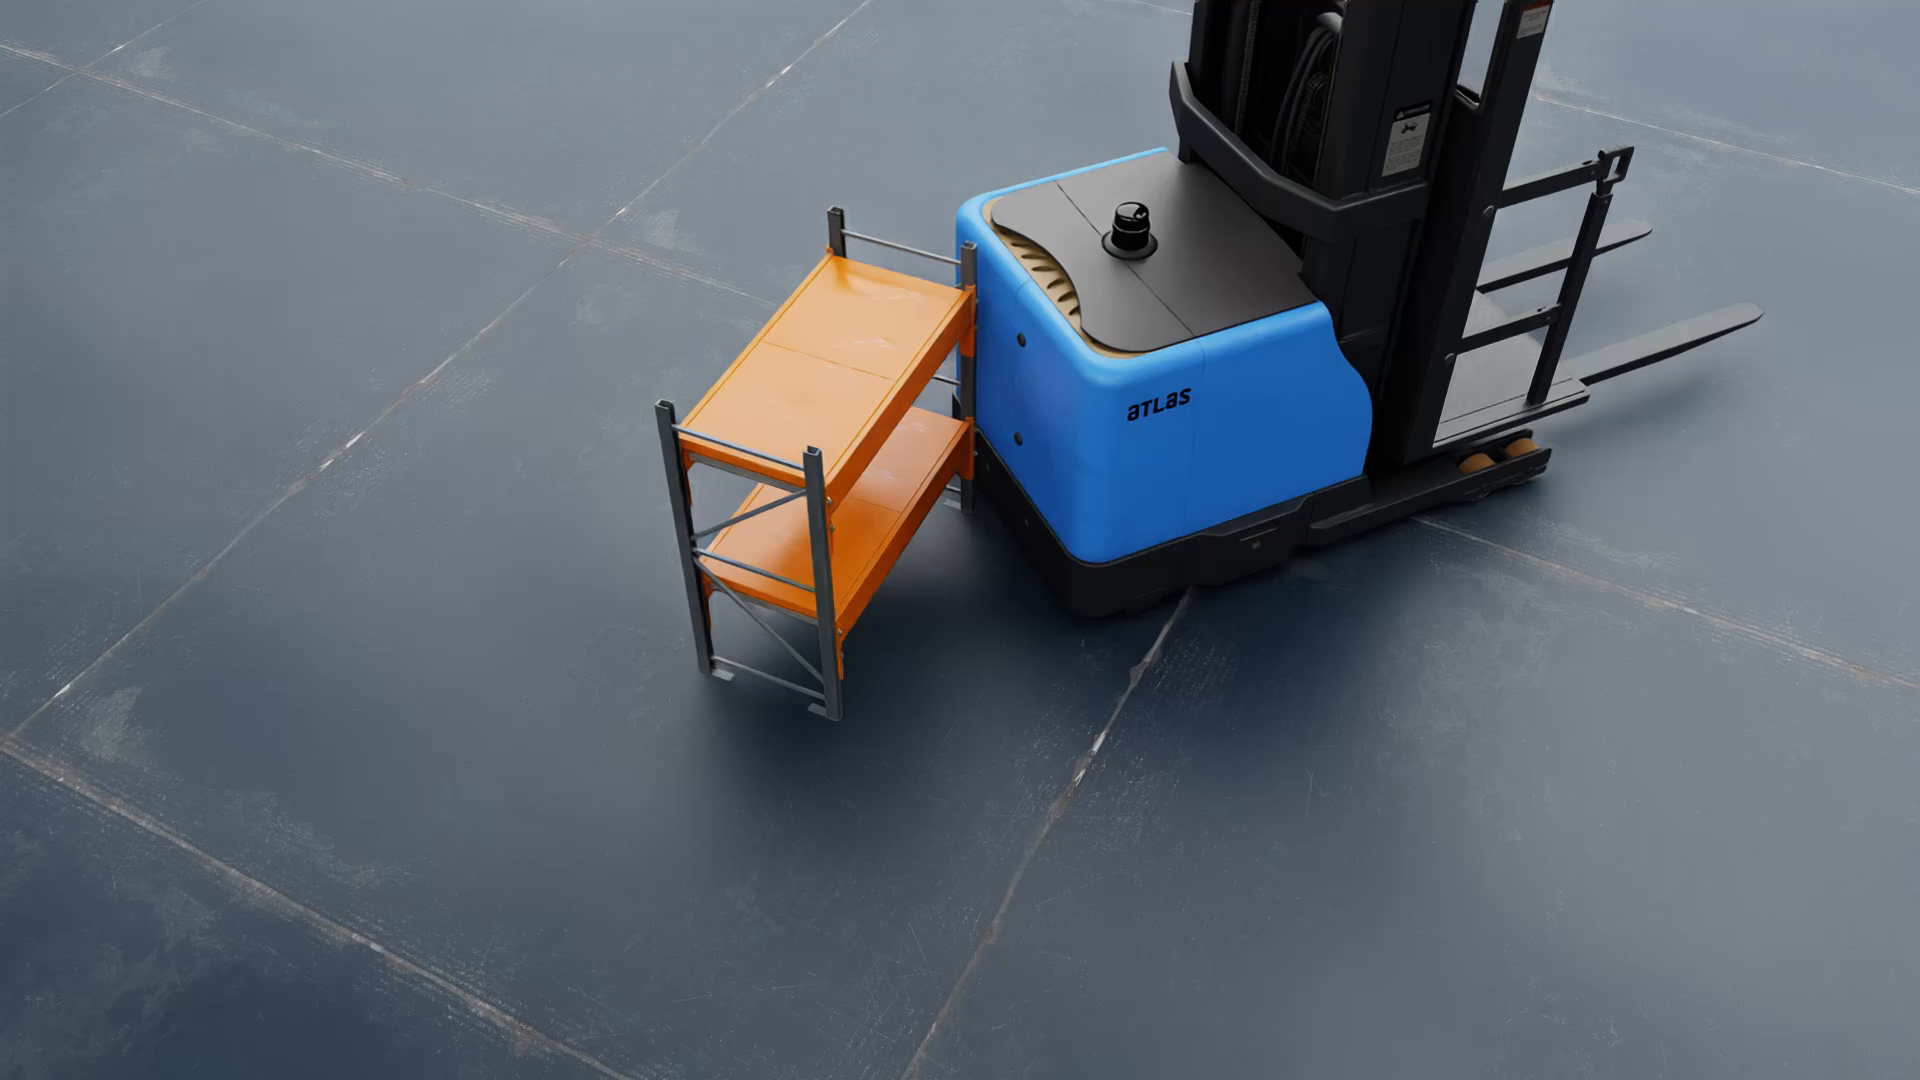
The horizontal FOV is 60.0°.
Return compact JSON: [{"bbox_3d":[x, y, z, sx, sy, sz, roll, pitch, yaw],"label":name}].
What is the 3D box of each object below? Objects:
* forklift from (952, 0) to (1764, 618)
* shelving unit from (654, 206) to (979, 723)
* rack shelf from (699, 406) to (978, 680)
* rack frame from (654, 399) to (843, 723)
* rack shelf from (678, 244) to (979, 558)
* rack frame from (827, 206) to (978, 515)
[{"bbox_3d":[1.531,-1.495,5.166,3.031,2.935,1.130,-18,48,-17],"label":"forklift"},{"bbox_3d":[-0.390,-0.239,5.195,0.538,1.125,1.048,18,48,17],"label":"shelving unit"},{"bbox_3d":[-0.390,-0.067,5.369,0.538,0.278,1.000,18,48,17],"label":"rack shelf"},{"bbox_3d":[-0.600,0.091,4.870,0.500,1.125,0.032,18,48,17],"label":"rack frame"},{"bbox_3d":[-0.390,-0.445,4.987,0.538,0.278,1.000,18,48,17],"label":"rack shelf"},{"bbox_3d":[-0.180,-0.568,5.521,0.500,1.125,0.032,18,48,17],"label":"rack frame"}]
